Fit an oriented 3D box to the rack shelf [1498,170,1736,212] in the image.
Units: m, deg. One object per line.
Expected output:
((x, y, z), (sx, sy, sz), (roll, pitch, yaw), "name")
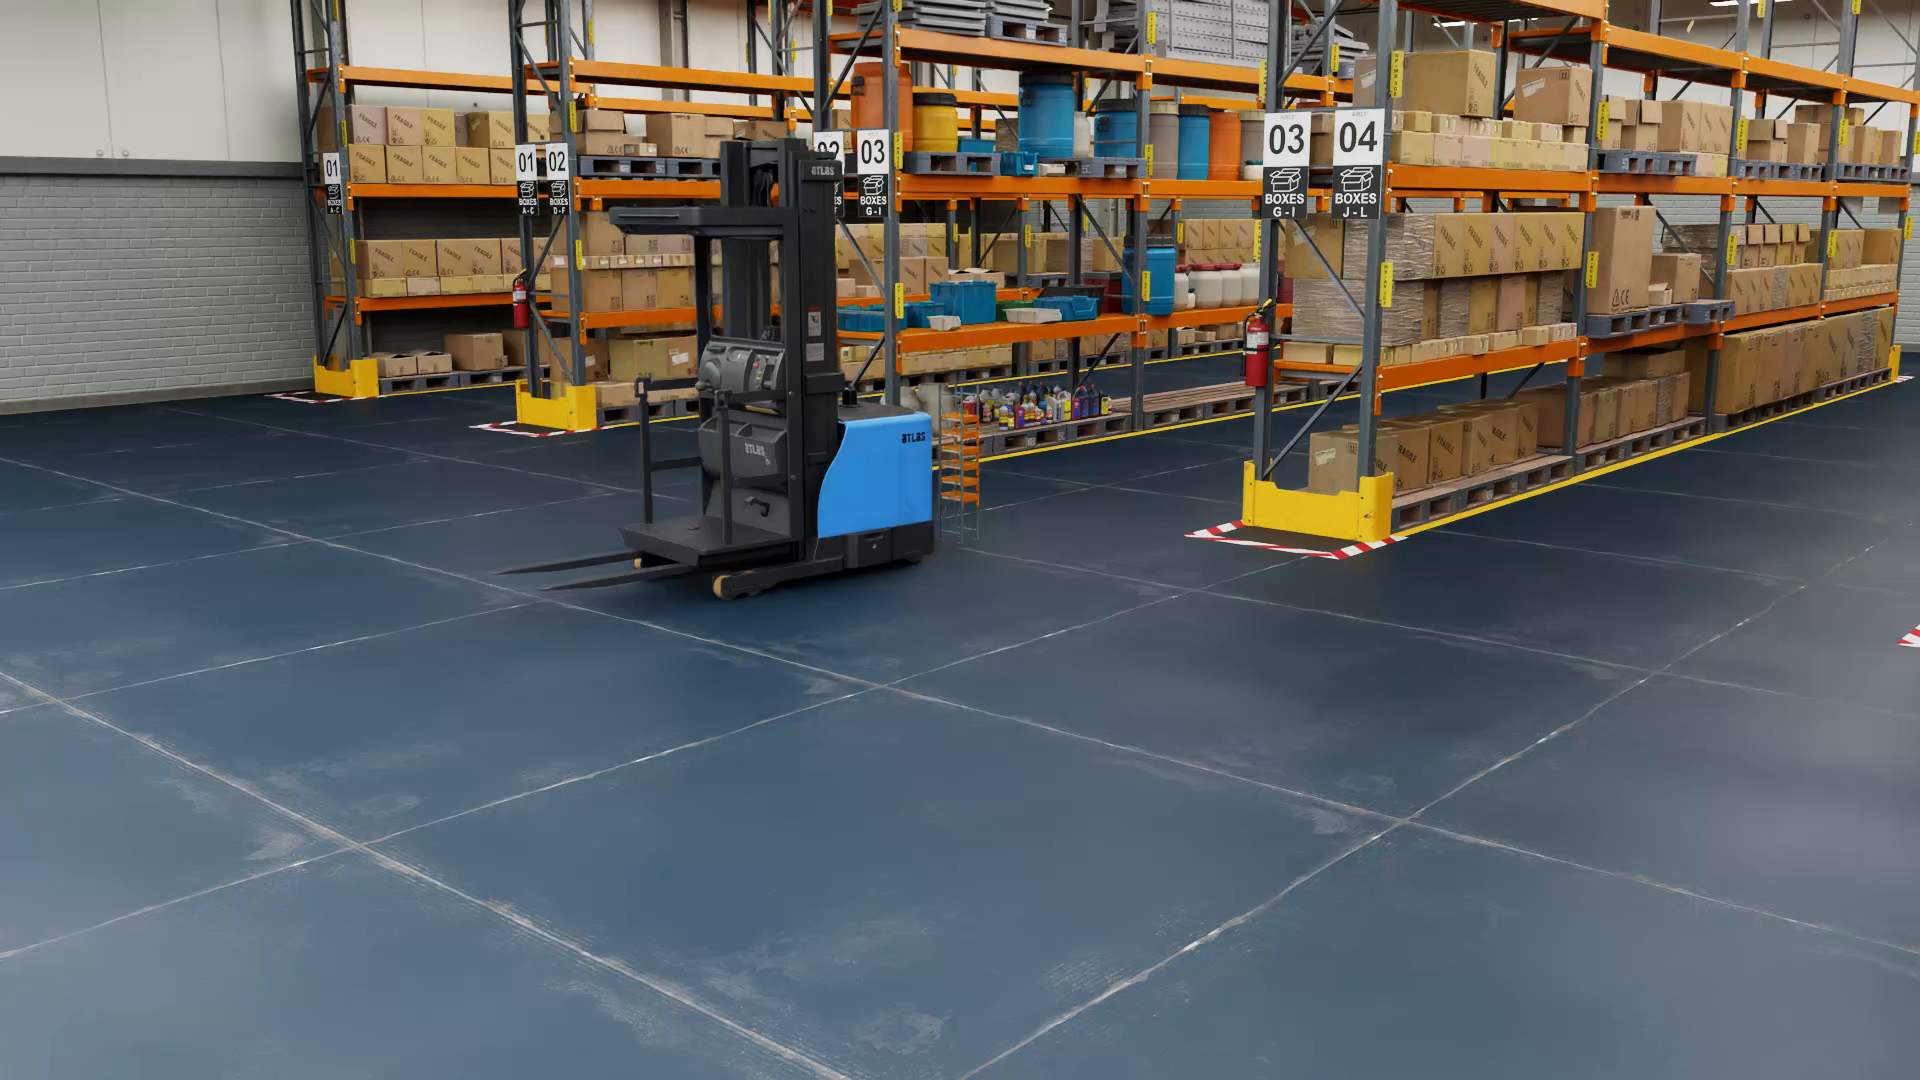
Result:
((6.703, -3.537, 16.938), (1.077, 0.370, 4.000), (10, 15, 40), "rack shelf")

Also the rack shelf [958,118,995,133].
((0.821, -7.910, 32.195), (1.077, 0.370, 4.000), (10, 15, 40), "rack shelf")

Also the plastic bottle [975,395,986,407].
((0.183, -1.437, 18.078), (0.152, 0.276, 0.135), (9, 15, 39), "plastic bottle")

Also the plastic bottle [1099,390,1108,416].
((1.592, -1.535, 18.549), (0.061, 0.283, 0.133), (11, 16, 43), "plastic bottle")

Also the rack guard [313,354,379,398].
((-8.370, -2.242, 22.661), (1.175, 0.500, 0.348), (10, 15, 40), "rack guard")

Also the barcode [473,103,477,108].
((-7.020, -6.299, 24.081), (0.001, 0.075, 0.075), (10, 15, 40), "barcode")

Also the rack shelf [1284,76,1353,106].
((5.623, -6.040, 22.836), (1.077, 0.370, 4.000), (10, 15, 40), "rack shelf")

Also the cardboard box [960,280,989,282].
((0.198, -3.703, 24.233), (0.380, 0.149, 0.250), (10, 15, 40), "cardboard box")

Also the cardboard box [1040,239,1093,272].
((1.662, -4.466, 26.085), (0.500, 0.500, 0.700), (-9, 14, -37), "cardboard box")

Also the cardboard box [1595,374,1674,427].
((7.239, -1.518, 17.912), (0.700, 0.500, 0.500), (8, 14, 36), "cardboard box")

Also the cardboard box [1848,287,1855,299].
((11.796, -3.333, 22.379), (0.380, 0.149, 0.250), (9, 15, 40), "cardboard box")

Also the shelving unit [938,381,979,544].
((-0.010, -0.586, 12.583), (0.258, 1.200, 0.189), (10, 15, 40), "shelving unit")

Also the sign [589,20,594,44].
((-5.385, -7.411, 24.255), (0.100, 0.325, 0.005), (10, 15, 40), "sign")

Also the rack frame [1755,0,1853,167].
((10.663, -6.243, 20.993), (1.000, 3.000, 0.127), (10, 15, 40), "rack frame")

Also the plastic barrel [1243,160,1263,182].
((3.638, -4.539, 20.472), (0.301, 0.262, 0.301), (0, 11, 0), "plastic barrel")

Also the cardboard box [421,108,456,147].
((-7.285, -5.646, 22.805), (0.500, 0.500, 0.500), (10, 15, 42), "cardboard box")

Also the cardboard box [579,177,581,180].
((-5.929, -5.469, 24.467), (0.500, 0.500, 0.500), (10, 15, 42), "cardboard box")

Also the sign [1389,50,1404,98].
((3.150, -3.365, 12.011), (0.100, 0.325, 0.005), (10, 15, 40), "sign")

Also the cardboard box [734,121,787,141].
((-2.587, -5.160, 21.544), (0.500, 0.500, 0.500), (-11, 15, -43), "cardboard box")

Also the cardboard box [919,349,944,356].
((-0.583, -2.793, 23.553), (0.500, 0.311, 0.500), (10, 15, 42), "cardboard box")

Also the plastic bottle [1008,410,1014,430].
((0.521, -1.261, 17.388), (0.097, 0.201, 0.097), (0, 11, 0), "plastic bottle")

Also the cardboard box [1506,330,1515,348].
((4.599, -1.754, 14.475), (0.380, 0.149, 0.250), (10, 15, 40), "cardboard box")

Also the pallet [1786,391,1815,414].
((10.211, -1.810, 21.237), (1.003, 0.211, 1.213), (10, 15, 40), "pallet")

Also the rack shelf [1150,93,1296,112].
((4.545, -7.464, 28.952), (1.077, 0.370, 4.000), (10, 15, 40), "rack shelf")

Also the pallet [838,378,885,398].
((-1.599, -2.152, 22.944), (1.003, 0.211, 1.213), (10, 15, 40), "pallet")

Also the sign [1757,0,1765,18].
((10.263, -6.854, 21.263), (0.100, 0.325, 0.005), (10, 15, 40), "sign")

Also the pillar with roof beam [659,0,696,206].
((-1.414, -6.940, 24.481), (9.100, 9.000, 0.400), (10, 15, 40), "pillar with roof beam")

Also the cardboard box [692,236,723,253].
((-3.338, -3.803, 20.526), (0.700, 0.500, 0.500), (10, 15, 40), "cardboard box")

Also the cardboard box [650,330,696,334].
((-3.586, -2.382, 21.012), (0.500, 0.500, 0.500), (10, 15, 40), "cardboard box")

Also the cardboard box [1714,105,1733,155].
((7.896, -4.375, 17.768), (0.500, 0.500, 0.500), (10, 15, 42), "cardboard box")

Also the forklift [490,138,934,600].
((-1.626, -1.163, 11.049), (3.031, 2.935, 1.130), (-10, 15, -40), "forklift")

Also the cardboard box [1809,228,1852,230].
((12.454, -4.220, 23.892), (0.500, 0.500, 0.500), (9, 15, 39), "cardboard box")

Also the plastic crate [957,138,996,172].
((0.054, -3.959, 17.255), (0.392, 0.384, 0.575), (10, 15, 40), "plastic crate")

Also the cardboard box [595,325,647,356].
((-5.307, -3.146, 26.062), (0.700, 0.500, 0.500), (10, 15, 42), "cardboard box")

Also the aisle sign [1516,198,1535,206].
((9.408, -5.854, 27.724), (0.394, 0.787, 0.004), (10, 15, 40), "aisle sign")

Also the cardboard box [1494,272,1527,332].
((4.428, -2.105, 14.578), (0.875, 0.500, 0.500), (10, 15, 40), "cardboard box")

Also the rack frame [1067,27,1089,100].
((2.141, -8.753, 33.559), (1.000, 3.000, 0.127), (10, 15, 40), "rack frame")

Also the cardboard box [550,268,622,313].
((-4.379, -2.933, 19.482), (0.700, 0.500, 0.500), (10, 15, 40), "cardboard box")

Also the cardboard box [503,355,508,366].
((-6.851, -2.630, 24.378), (0.380, 0.149, 0.250), (8, 14, 36), "cardboard box")

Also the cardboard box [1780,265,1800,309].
((9.888, -3.096, 20.300), (0.500, 0.500, 0.500), (10, 15, 40), "cardboard box")

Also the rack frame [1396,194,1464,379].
((6.943, -3.941, 24.787), (1.000, 3.000, 0.127), (10, 15, 40), "rack frame")

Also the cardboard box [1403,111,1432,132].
((3.341, -3.165, 12.604), (0.380, 0.149, 0.250), (10, 15, 42), "cardboard box")

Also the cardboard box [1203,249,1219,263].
((4.101, -4.747, 28.564), (0.500, 0.500, 0.500), (10, 15, 41), "cardboard box")

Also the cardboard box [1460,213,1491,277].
((3.974, -2.413, 13.566), (0.500, 0.500, 0.500), (10, 15, 40), "cardboard box")

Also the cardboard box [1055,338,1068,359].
((1.441, -3.092, 25.791), (0.500, 0.500, 0.500), (9, 14, 38), "cardboard box")

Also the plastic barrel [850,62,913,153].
((-0.753, -4.151, 16.011), (0.600, 0.830, 0.708), (10, 15, 40), "plastic barrel")

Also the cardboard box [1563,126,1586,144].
((5.385, -3.632, 14.943), (0.380, 0.149, 0.250), (10, 15, 42), "cardboard box")

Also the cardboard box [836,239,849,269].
((-2.274, -4.953, 28.784), (0.500, 0.500, 0.500), (10, 15, 42), "cardboard box")

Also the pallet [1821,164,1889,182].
((12.017, -5.026, 22.786), (1.003, 0.211, 1.213), (10, 15, 40), "pallet")

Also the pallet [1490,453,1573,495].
((4.966, -0.653, 15.443), (1.003, 0.211, 1.213), (10, 15, 40), "pallet")

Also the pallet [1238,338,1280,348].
((5.289, -3.675, 30.572), (1.003, 0.211, 1.213), (10, 15, 40), "pallet")

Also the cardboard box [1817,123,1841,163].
((11.135, -5.199, 21.841), (0.700, 0.500, 0.500), (9, 14, 37), "cardboard box")

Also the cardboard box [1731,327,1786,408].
((9.088, -2.106, 19.948), (1.225, 0.875, 0.875), (10, 15, 41), "cardboard box")
